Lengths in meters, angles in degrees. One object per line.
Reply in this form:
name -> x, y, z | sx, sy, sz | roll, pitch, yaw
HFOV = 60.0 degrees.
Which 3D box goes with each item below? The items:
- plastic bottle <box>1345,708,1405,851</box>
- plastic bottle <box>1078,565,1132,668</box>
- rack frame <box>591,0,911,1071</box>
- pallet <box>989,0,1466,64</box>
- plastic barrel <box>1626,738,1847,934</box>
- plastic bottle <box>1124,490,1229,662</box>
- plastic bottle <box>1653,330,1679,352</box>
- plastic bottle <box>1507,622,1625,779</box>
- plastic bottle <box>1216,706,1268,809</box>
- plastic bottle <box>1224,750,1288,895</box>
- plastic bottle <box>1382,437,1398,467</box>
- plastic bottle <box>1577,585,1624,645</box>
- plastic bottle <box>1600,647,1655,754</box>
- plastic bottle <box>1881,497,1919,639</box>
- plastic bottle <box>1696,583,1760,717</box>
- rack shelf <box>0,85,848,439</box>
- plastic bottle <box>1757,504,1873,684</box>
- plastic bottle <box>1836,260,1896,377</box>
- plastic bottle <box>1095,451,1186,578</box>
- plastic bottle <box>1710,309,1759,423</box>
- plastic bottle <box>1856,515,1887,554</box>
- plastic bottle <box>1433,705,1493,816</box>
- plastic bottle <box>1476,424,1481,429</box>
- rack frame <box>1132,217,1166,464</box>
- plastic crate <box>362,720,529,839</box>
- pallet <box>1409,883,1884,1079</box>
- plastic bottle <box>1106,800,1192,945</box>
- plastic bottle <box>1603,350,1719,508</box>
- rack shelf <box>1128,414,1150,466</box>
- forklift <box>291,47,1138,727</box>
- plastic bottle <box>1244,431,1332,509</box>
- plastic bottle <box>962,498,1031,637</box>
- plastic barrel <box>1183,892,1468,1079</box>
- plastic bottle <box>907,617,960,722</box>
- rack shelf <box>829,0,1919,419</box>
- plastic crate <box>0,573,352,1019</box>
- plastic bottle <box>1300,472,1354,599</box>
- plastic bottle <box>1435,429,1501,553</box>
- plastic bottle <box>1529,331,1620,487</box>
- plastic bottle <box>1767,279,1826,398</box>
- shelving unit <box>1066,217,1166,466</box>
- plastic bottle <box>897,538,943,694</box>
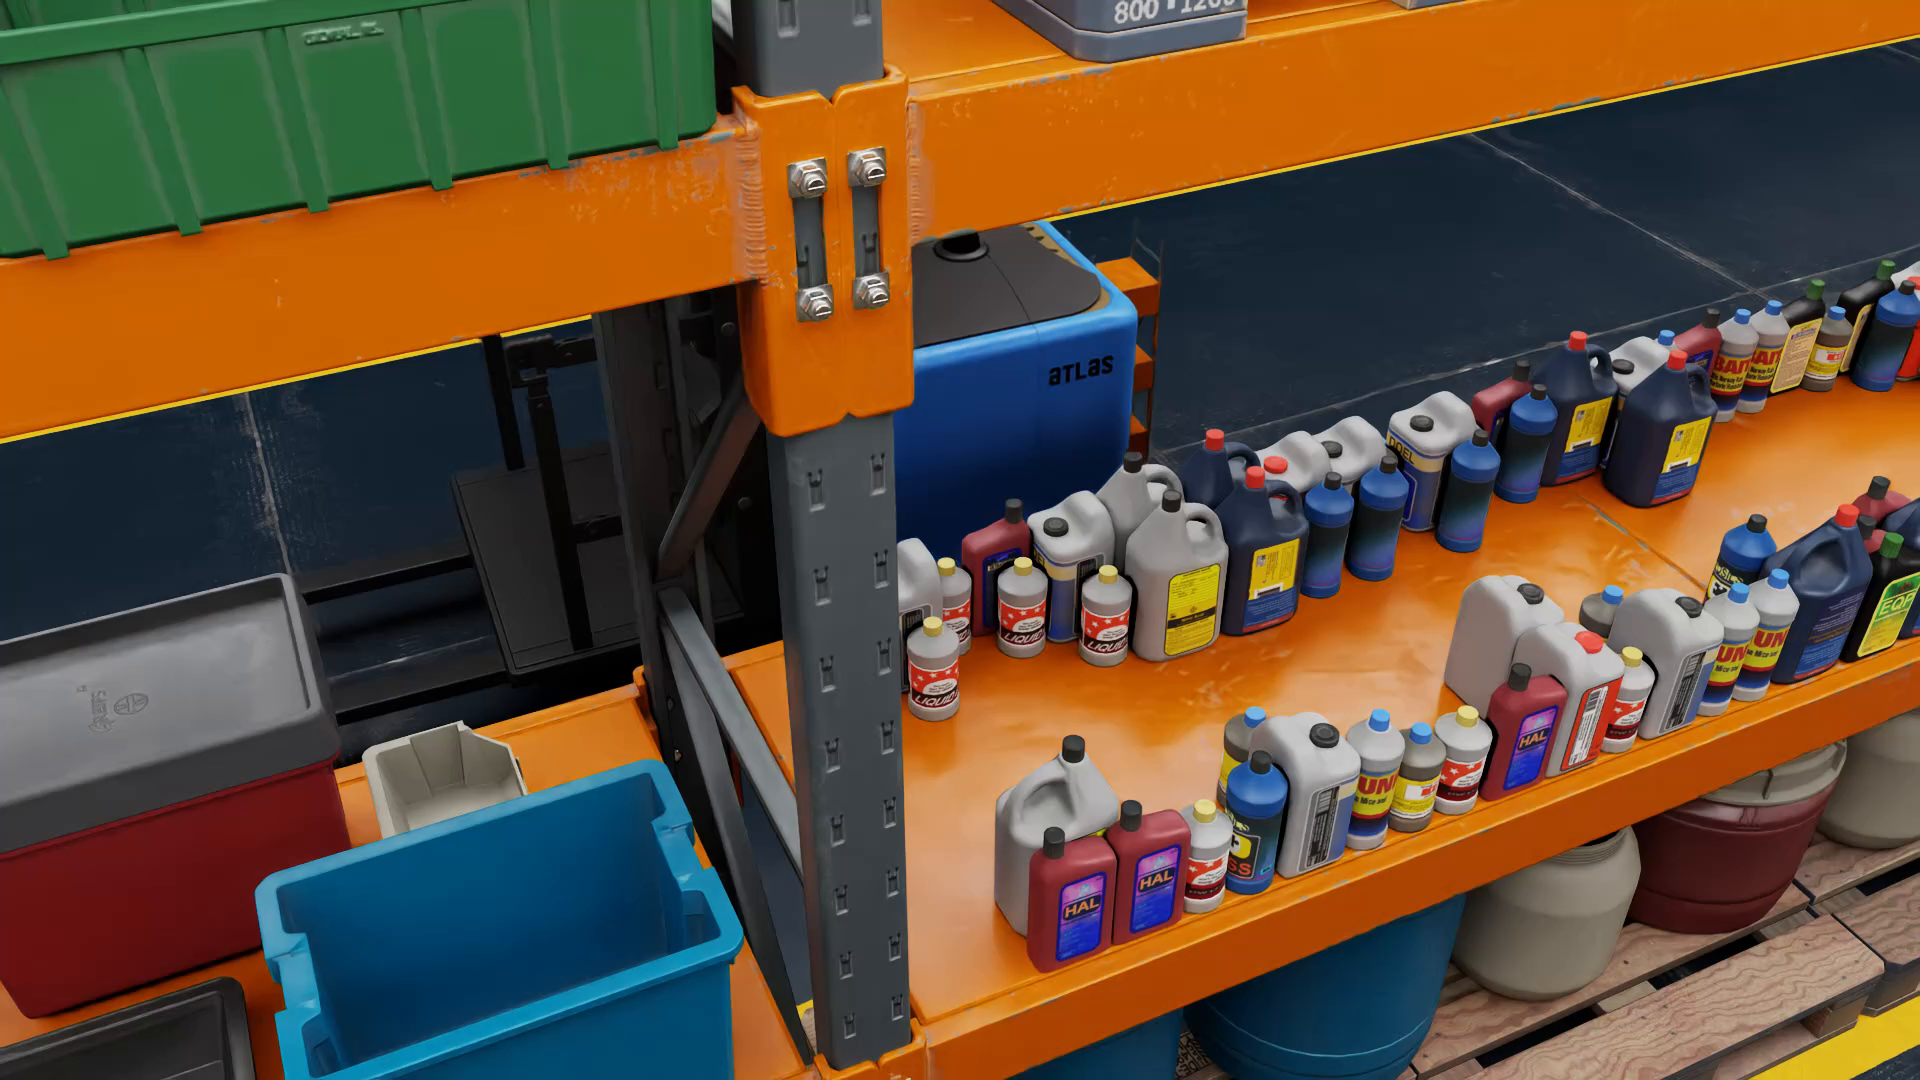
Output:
plastic bottle -> 0.690, 0.395, 2.807 | 0.097, 0.271, 0.097 | 0, 37, 0
plastic bottle -> 0.281, 0.138, 3.212 | 0.097, 0.201, 0.097 | 0, 37, 0
rack frame -> -0.339, 0.363, 2.743 | 0.127, 3.000, 1.000 | -16, 39, -20
pallet -> 0.329, -1.017, 2.244 | 1.003, 0.211, 1.213 | -16, 39, -20
plastic barrel -> 1.824, 0.569, 4.137 | 0.708, 0.588, 0.600 | -16, 39, -20
plastic bottle -> 0.416, 0.051, 3.205 | 0.185, 0.351, 0.144 | -16, 39, -20
plastic bottle -> 1.591, -0.356, 3.820 | 0.097, 0.271, 0.097 | 0, 37, 0
plastic bottle -> 1.080, 0.266, 2.977 | 0.135, 0.276, 0.152 | -16, 39, -20
plastic bottle -> 0.504, 0.376, 2.892 | 0.097, 0.201, 0.097 | 0, 37, 0
plastic bottle -> 0.480, 0.454, 2.728 | 0.097, 0.271, 0.097 | 0, 37, 0
plastic bottle -> 0.883, -0.130, 3.574 | 0.097, 0.201, 0.097 | 0, 37, 0
plastic bottle -> 1.220, 0.175, 3.163 | 0.097, 0.201, 0.097 | 0, 37, 0
plastic bottle -> 1.197, 0.282, 3.019 | 0.097, 0.201, 0.097 | 0, 37, 0
plastic bottle -> 1.901, 0.010, 3.261 | 0.185, 0.351, 0.144 | -16, 39, -20
plastic bottle -> 1.407, 0.195, 3.077 | 0.097, 0.271, 0.097 | 0, 37, 0
rack shelf -> -2.149, -0.047, 1.381 | 4.000, 0.370, 1.077 | -16, 39, -20
plastic bottle -> 1.613, 0.090, 3.152 | 0.185, 0.351, 0.144 | -16, 39, -20
plastic bottle -> 2.194, -0.541, 4.060 | 0.133, 0.283, 0.061 | -16, 39, -20
plastic bottle -> 0.354, -0.027, 3.309 | 0.185, 0.351, 0.144 | -16, 39, -20
plastic bottle -> 1.800, -0.414, 3.899 | 0.097, 0.271, 0.097 | 0, 37, 0
plastic bottle -> 1.749, 0.067, 3.240 | 0.133, 0.283, 0.061 | -16, 39, -20
plastic bottle -> 0.866, 0.374, 2.894 | 0.097, 0.201, 0.097 | 0, 37, 0
plastic bottle -> 1.093, -0.189, 3.653 | 0.097, 0.201, 0.097 | 0, 37, 0
rack frame -> 0.607, -0.571, 5.639 | 0.008, 1.050, 0.200 | -14, 39, -18
plastic crate -> -0.821, 0.485, 2.749 | 0.243, 0.136, 0.396 | -16, 39, -20
pallet -> 1.483, 0.999, 4.226 | 1.213, 0.211, 1.003 | -16, 39, -20
plastic bottle -> 0.295, 0.513, 2.638 | 0.133, 0.283, 0.061 | -16, 39, -20
plastic bottle -> 1.538, -0.257, 3.621 | 0.185, 0.351, 0.144 | -16, 39, -20
rack shelf -> 0.495, -0.311, 5.772 | 0.240, 0.259, 0.215 | -14, 39, -18
forklift -> -1.025, -0.919, 4.528 | 3.031, 2.935, 1.130 | -14, 39, -18
plastic bottle -> 0.668, -0.082, 3.446 | 0.135, 0.276, 0.152 | -16, 39, -20
plastic bottle -> 0.071, 0.052, 3.259 | 0.133, 0.283, 0.061 | -16, 39, -20
plastic barrel -> 0.802, 0.729, 3.658 | 0.708, 0.901, 0.600 | -16, 39, -20
plastic bottle -> -0.049, 0.231, 3.087 | 0.097, 0.201, 0.097 | 0, 37, 0
rack shelf -> 1.472, -1.059, 2.746 | 4.000, 0.370, 1.077 | -16, 39, -20
plastic crate -> -1.254, 0.404, 2.584 | 0.583, 0.464, 0.402 | -16, 39, -20
plastic bottle -> 0.738, -0.017, 3.363 | 0.097, 0.271, 0.097 | 0, 37, 0
plastic bottle -> 1.070, -0.110, 3.488 | 0.097, 0.271, 0.097 | 0, 37, 0
plastic bottle -> 1.351, -0.305, 3.685 | 0.185, 0.351, 0.144 | -16, 39, -20
plastic bottle -> 1.985, -0.483, 3.981 | 0.133, 0.283, 0.061 | -16, 39, -20
shelving unit -> 0.495, -0.543, 5.601 | 0.252, 1.050, 0.215 | -14, 39, -18
plastic bottle -> -0.119, 0.138, 3.150 | 0.135, 0.276, 0.152 | -16, 39, -20
